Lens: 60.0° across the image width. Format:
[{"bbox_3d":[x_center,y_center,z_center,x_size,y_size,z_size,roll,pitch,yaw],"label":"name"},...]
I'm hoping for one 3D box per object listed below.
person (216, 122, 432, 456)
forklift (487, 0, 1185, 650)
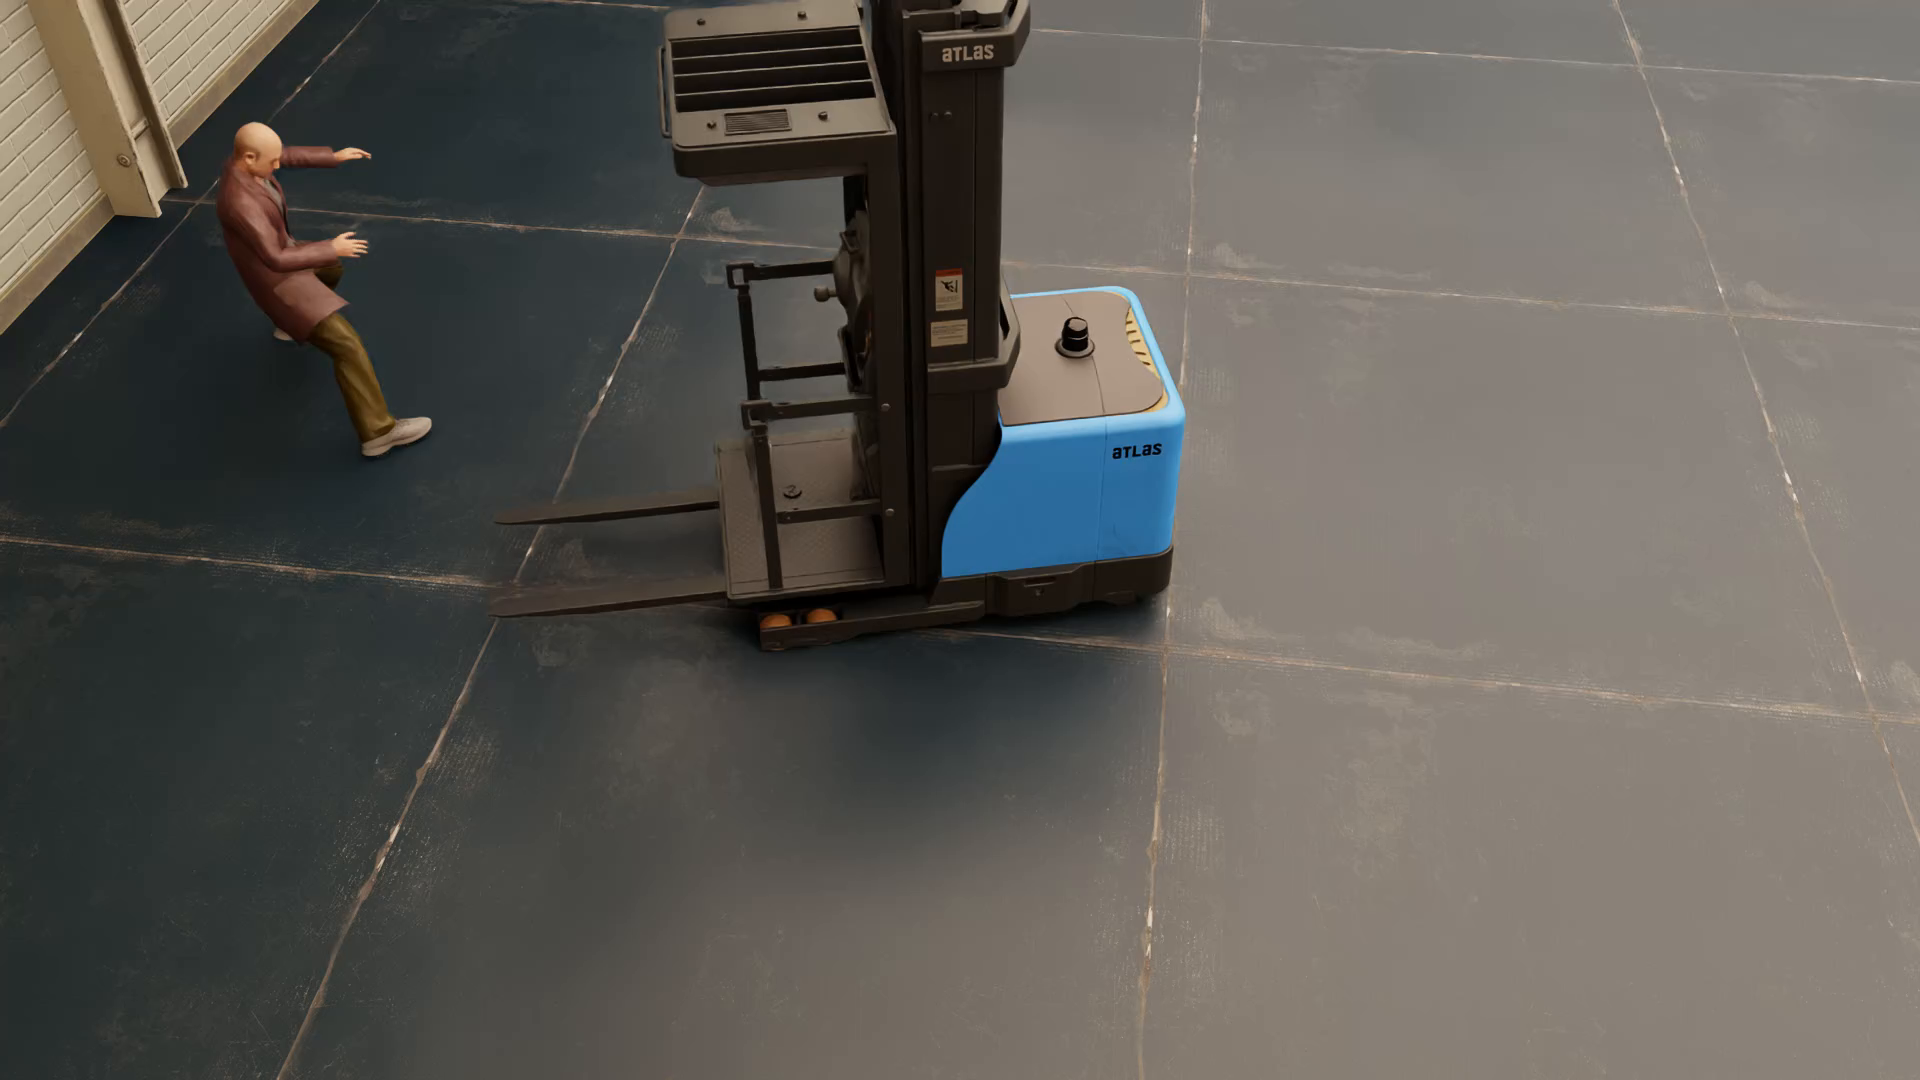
[{"bbox_3d":[-3.207,-1.408,8.282,0.782,1.542,1.363,-10,44,-11],"label":"person"},{"bbox_3d":[-0.609,-0.976,6.787,3.031,2.935,1.130,-6,43,-7],"label":"forklift"}]
